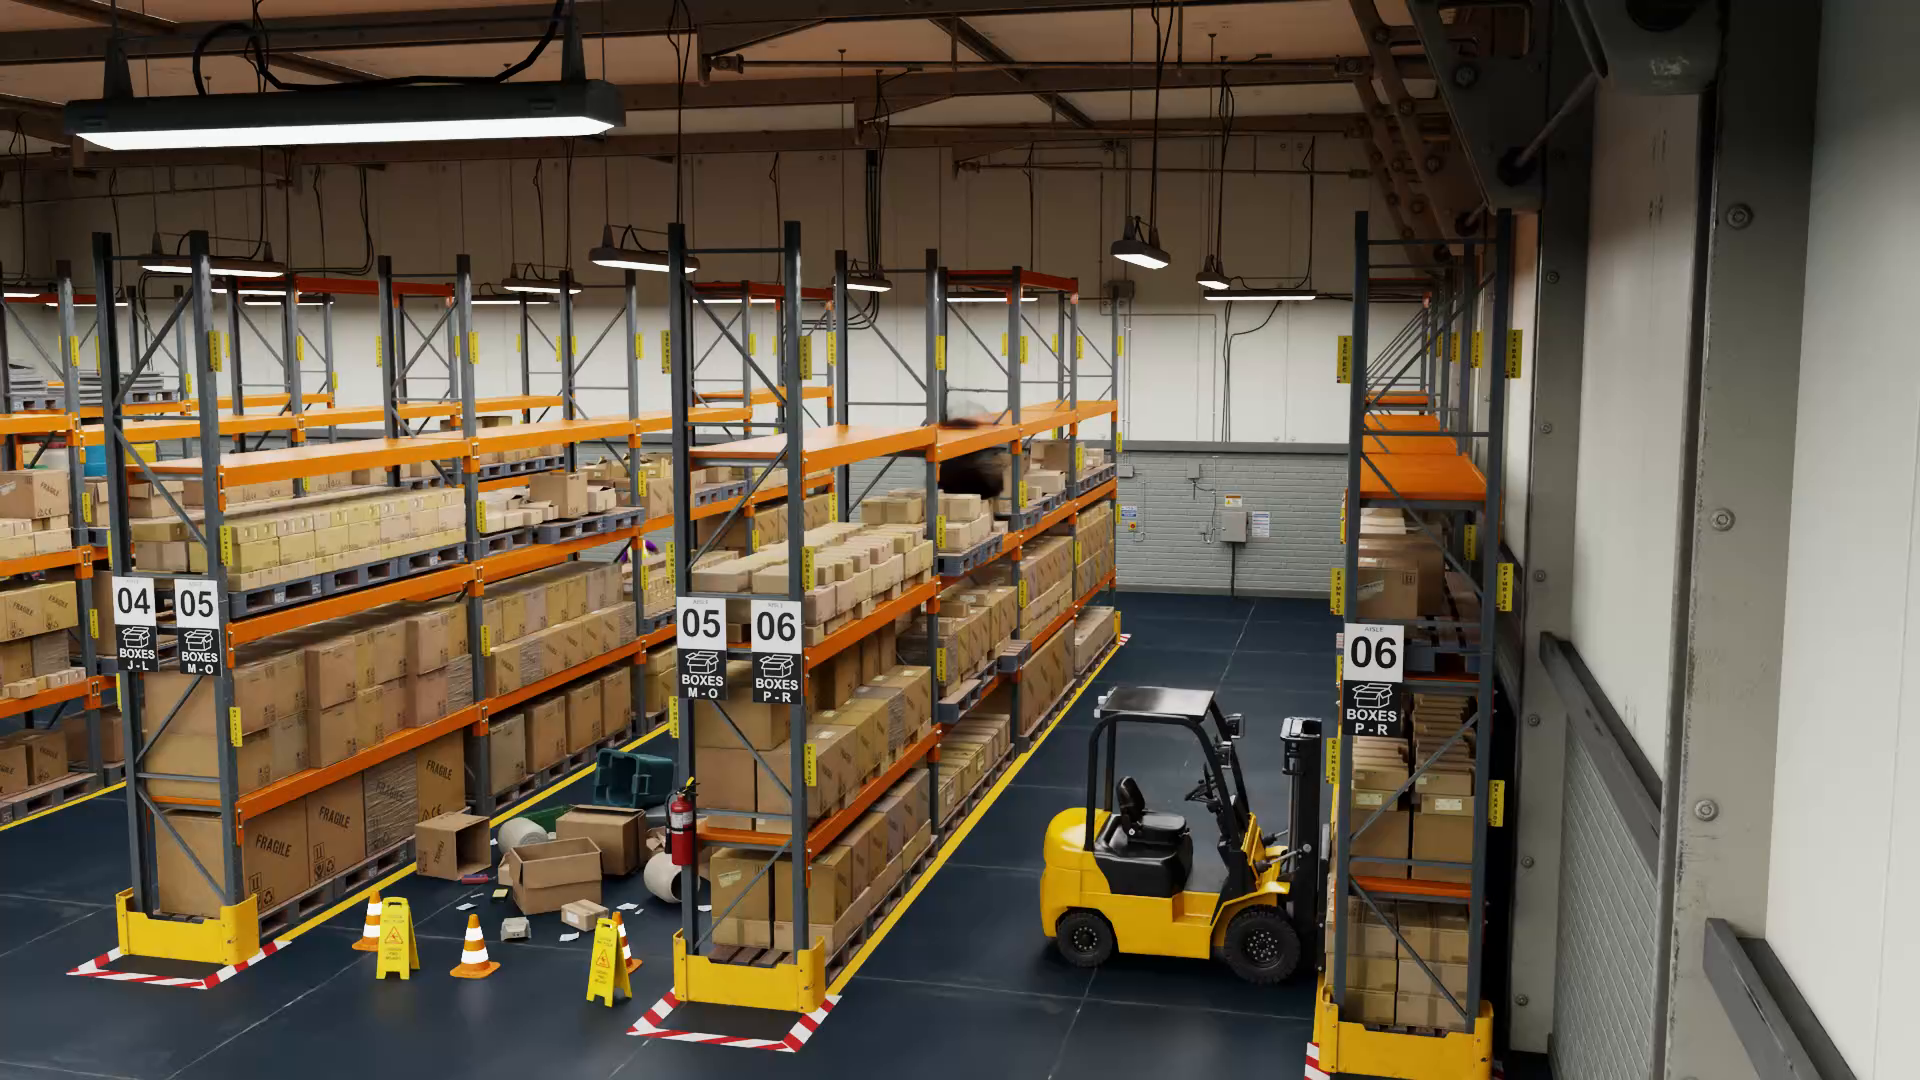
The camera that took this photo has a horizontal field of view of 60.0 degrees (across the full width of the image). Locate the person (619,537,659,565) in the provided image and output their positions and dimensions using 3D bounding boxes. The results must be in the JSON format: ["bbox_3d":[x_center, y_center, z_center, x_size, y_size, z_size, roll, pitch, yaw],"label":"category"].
[{"bbox_3d":[-5.772,0.632,30.262,0.822,1.728,0.751,-1,7,-8],"label":"person"}]
